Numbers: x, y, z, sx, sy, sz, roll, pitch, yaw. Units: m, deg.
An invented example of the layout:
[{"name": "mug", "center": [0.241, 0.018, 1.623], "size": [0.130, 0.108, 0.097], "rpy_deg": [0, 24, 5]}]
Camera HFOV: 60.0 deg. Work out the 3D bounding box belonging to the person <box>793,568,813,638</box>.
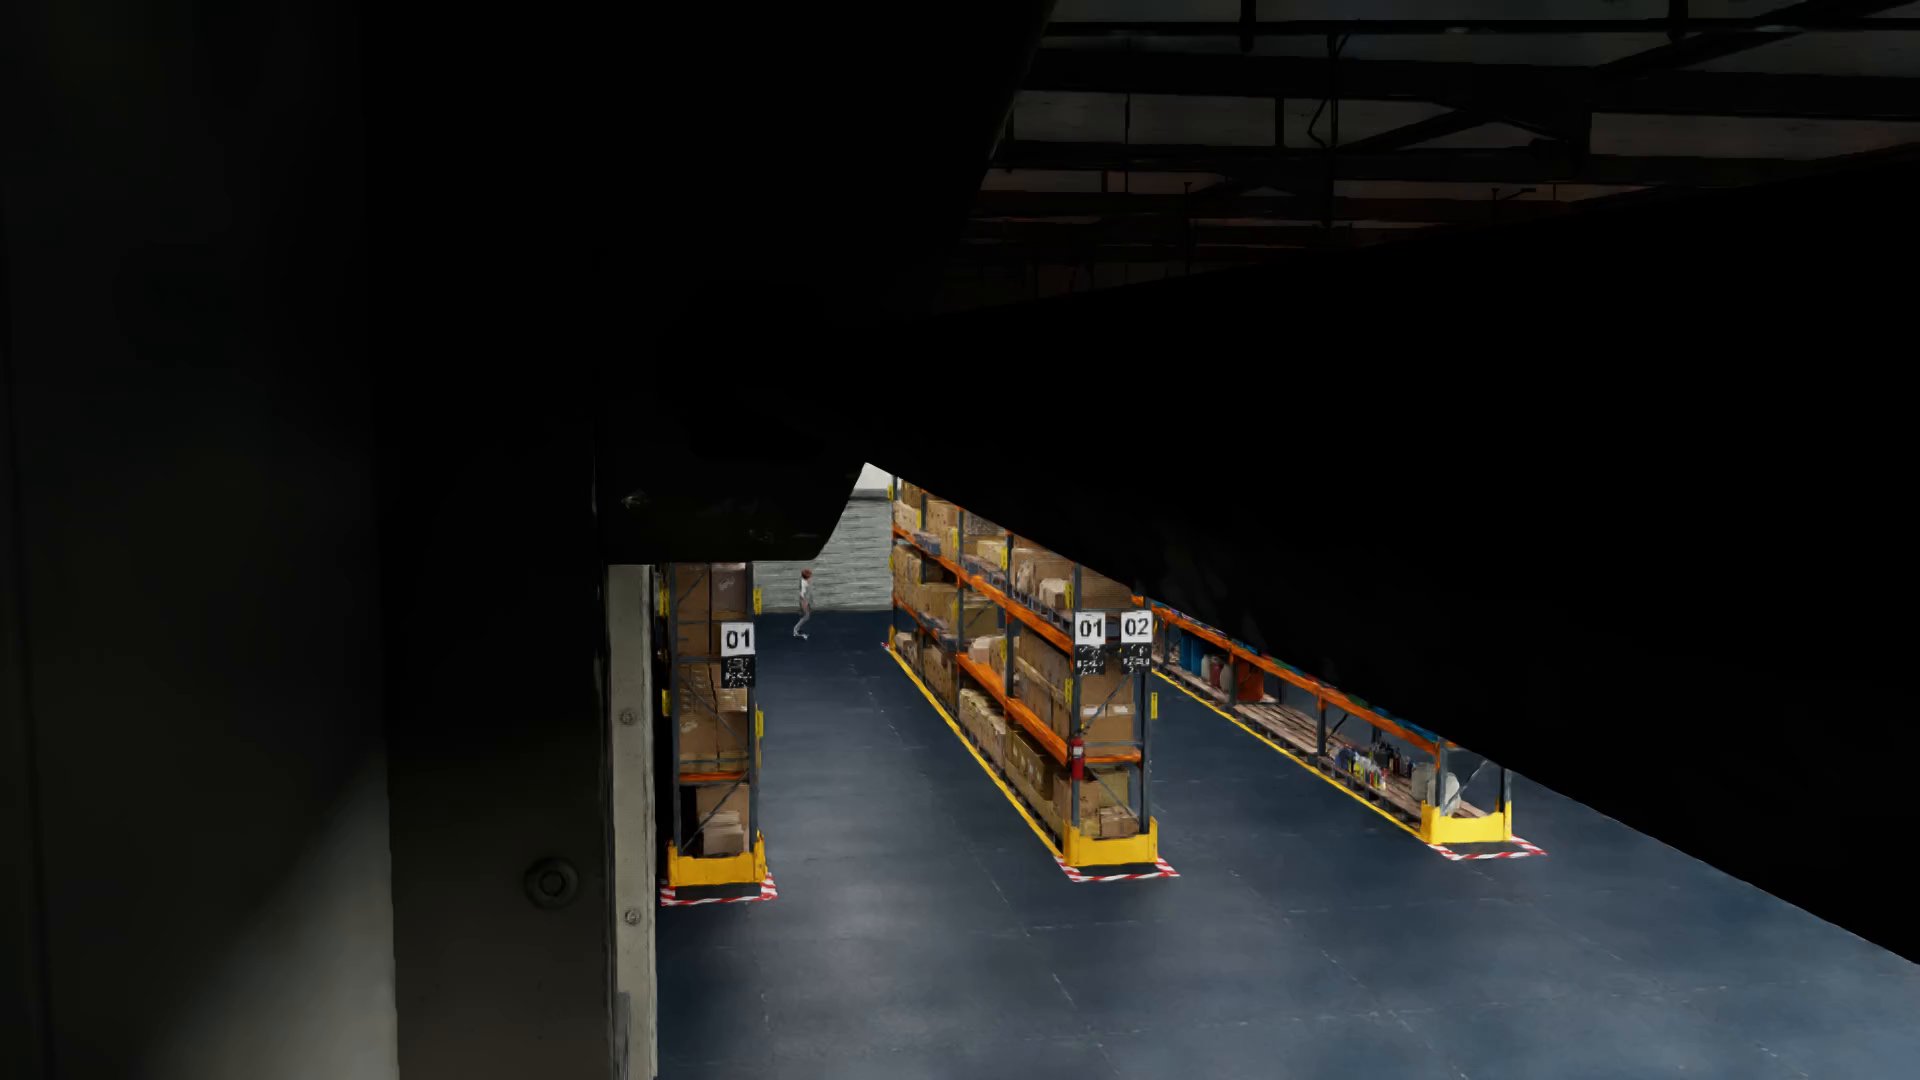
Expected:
[{"name": "person", "center": [-3.566, 1.444, 37.841], "size": [0.397, 1.588, 0.566], "rpy_deg": [2, 6, 14]}]
